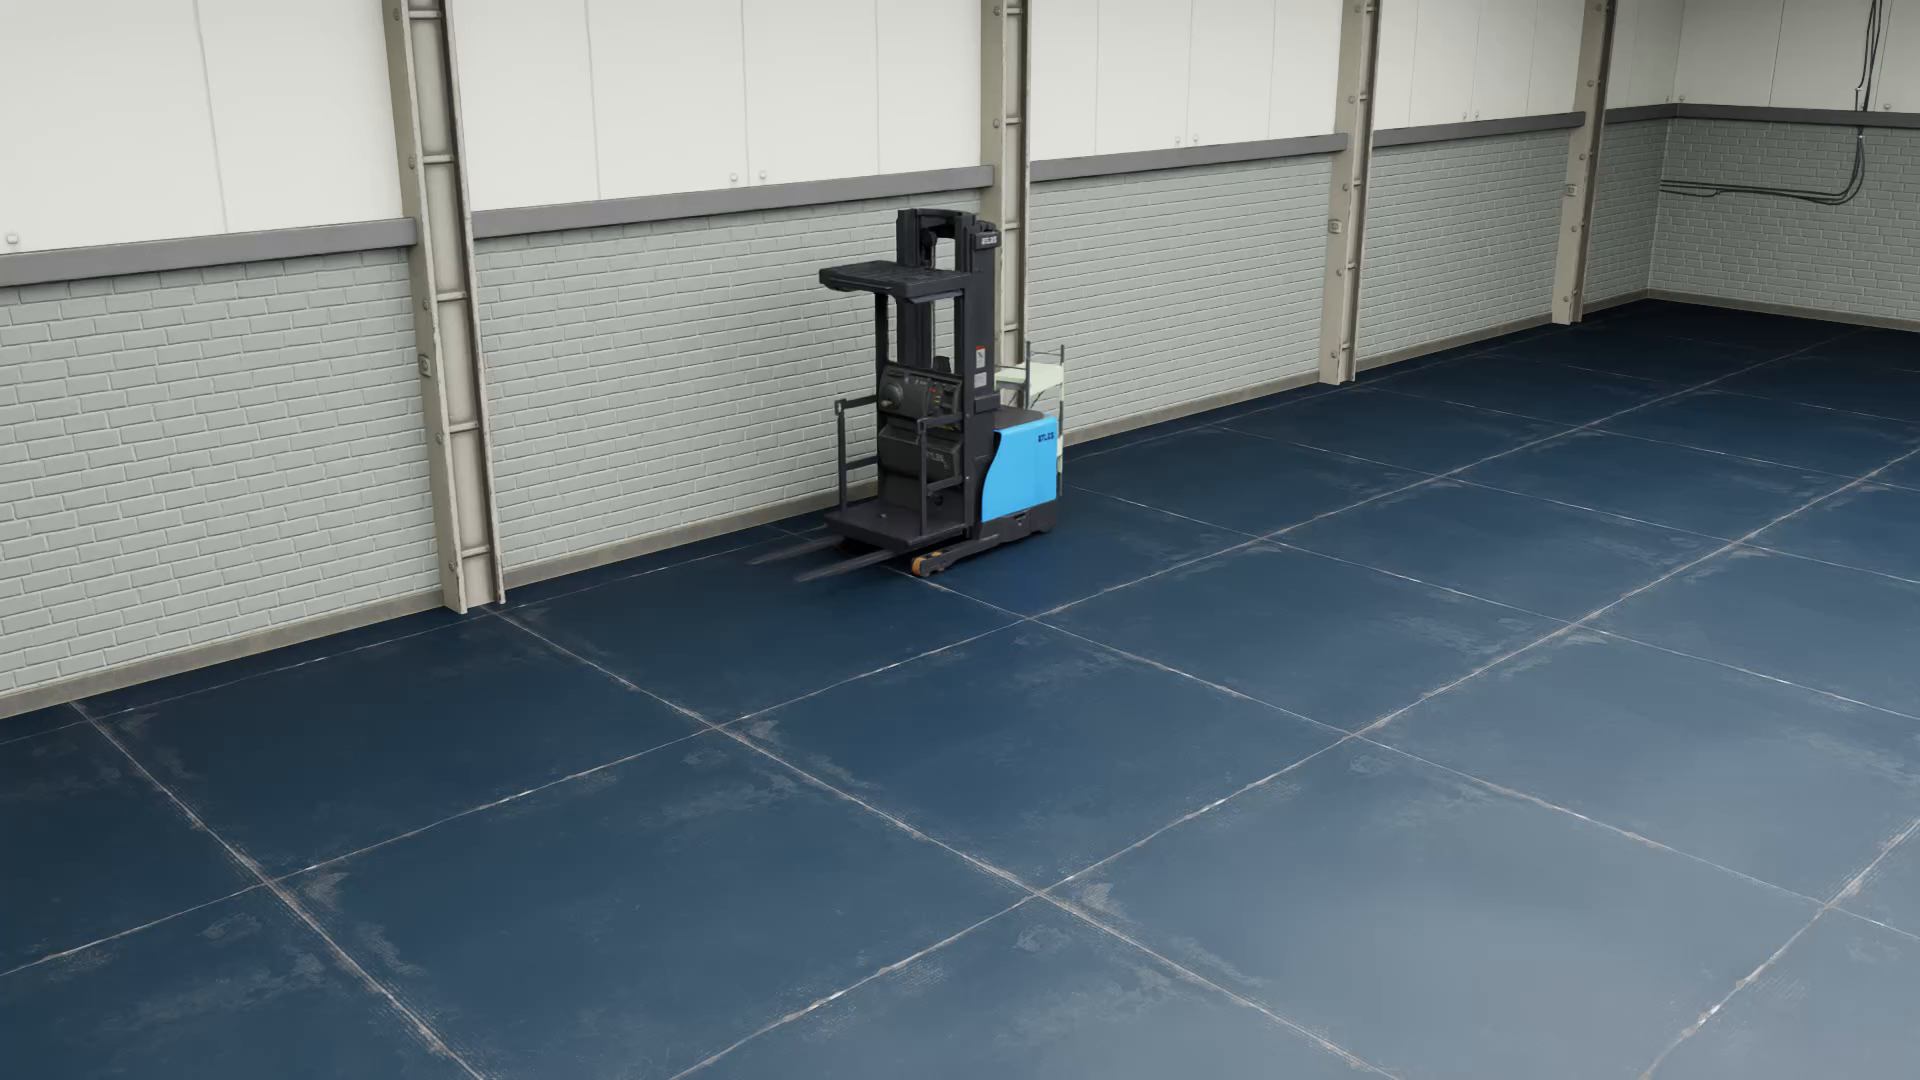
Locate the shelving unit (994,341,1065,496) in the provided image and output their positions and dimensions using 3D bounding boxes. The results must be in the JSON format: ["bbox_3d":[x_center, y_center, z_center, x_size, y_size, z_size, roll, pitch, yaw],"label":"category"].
[{"bbox_3d":[0.642,-1.081,15.889,0.431,1.500,0.755,10,20,28],"label":"shelving unit"}]

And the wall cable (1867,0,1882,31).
[{"bbox_3d":[14.072,-8.231,22.627,0.112,2.526,3.097,-16,24,-41],"label":"wall cable"}]

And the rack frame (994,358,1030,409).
[{"bbox_3d":[0.463,-0.983,15.585,0.400,1.500,0.023,10,20,28],"label":"rack frame"}]

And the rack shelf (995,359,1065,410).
[{"bbox_3d":[0.642,-1.453,15.768,0.431,0.370,0.720,10,20,28],"label":"rack shelf"}]

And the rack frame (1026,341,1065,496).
[{"bbox_3d":[0.820,-1.180,16.193,0.400,1.500,0.023,10,20,28],"label":"rack frame"}]

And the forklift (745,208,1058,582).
[{"bbox_3d":[-0.486,-1.260,14.120,1.130,2.935,3.031,16,24,41],"label":"forklift"}]

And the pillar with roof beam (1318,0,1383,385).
[{"bbox_3d":[7.762,-5.348,16.888,0.400,9.000,9.100,-16,24,-41],"label":"pillar with roof beam"}]

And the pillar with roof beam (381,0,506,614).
[{"bbox_3d":[-0.957,-2.805,9.046,0.400,9.000,9.100,-16,24,-41],"label":"pillar with roof beam"}]

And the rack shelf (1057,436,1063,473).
[{"bbox_3d":[0.642,-0.771,15.989,0.431,0.370,0.720,10,20,28],"label":"rack shelf"}]

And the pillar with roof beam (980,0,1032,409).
[{"bbox_3d":[3.402,-4.076,12.967,0.400,9.000,9.100,-16,24,-41],"label":"pillar with roof beam"}]

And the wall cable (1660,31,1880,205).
[{"bbox_3d":[12.213,-6.435,25.275,0.112,2.526,3.097,-16,24,-41],"label":"wall cable"}]

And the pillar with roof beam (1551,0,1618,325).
[{"bbox_3d":[12.122,-6.619,20.809,0.400,9.000,9.100,-16,24,-41],"label":"pillar with roof beam"}]
